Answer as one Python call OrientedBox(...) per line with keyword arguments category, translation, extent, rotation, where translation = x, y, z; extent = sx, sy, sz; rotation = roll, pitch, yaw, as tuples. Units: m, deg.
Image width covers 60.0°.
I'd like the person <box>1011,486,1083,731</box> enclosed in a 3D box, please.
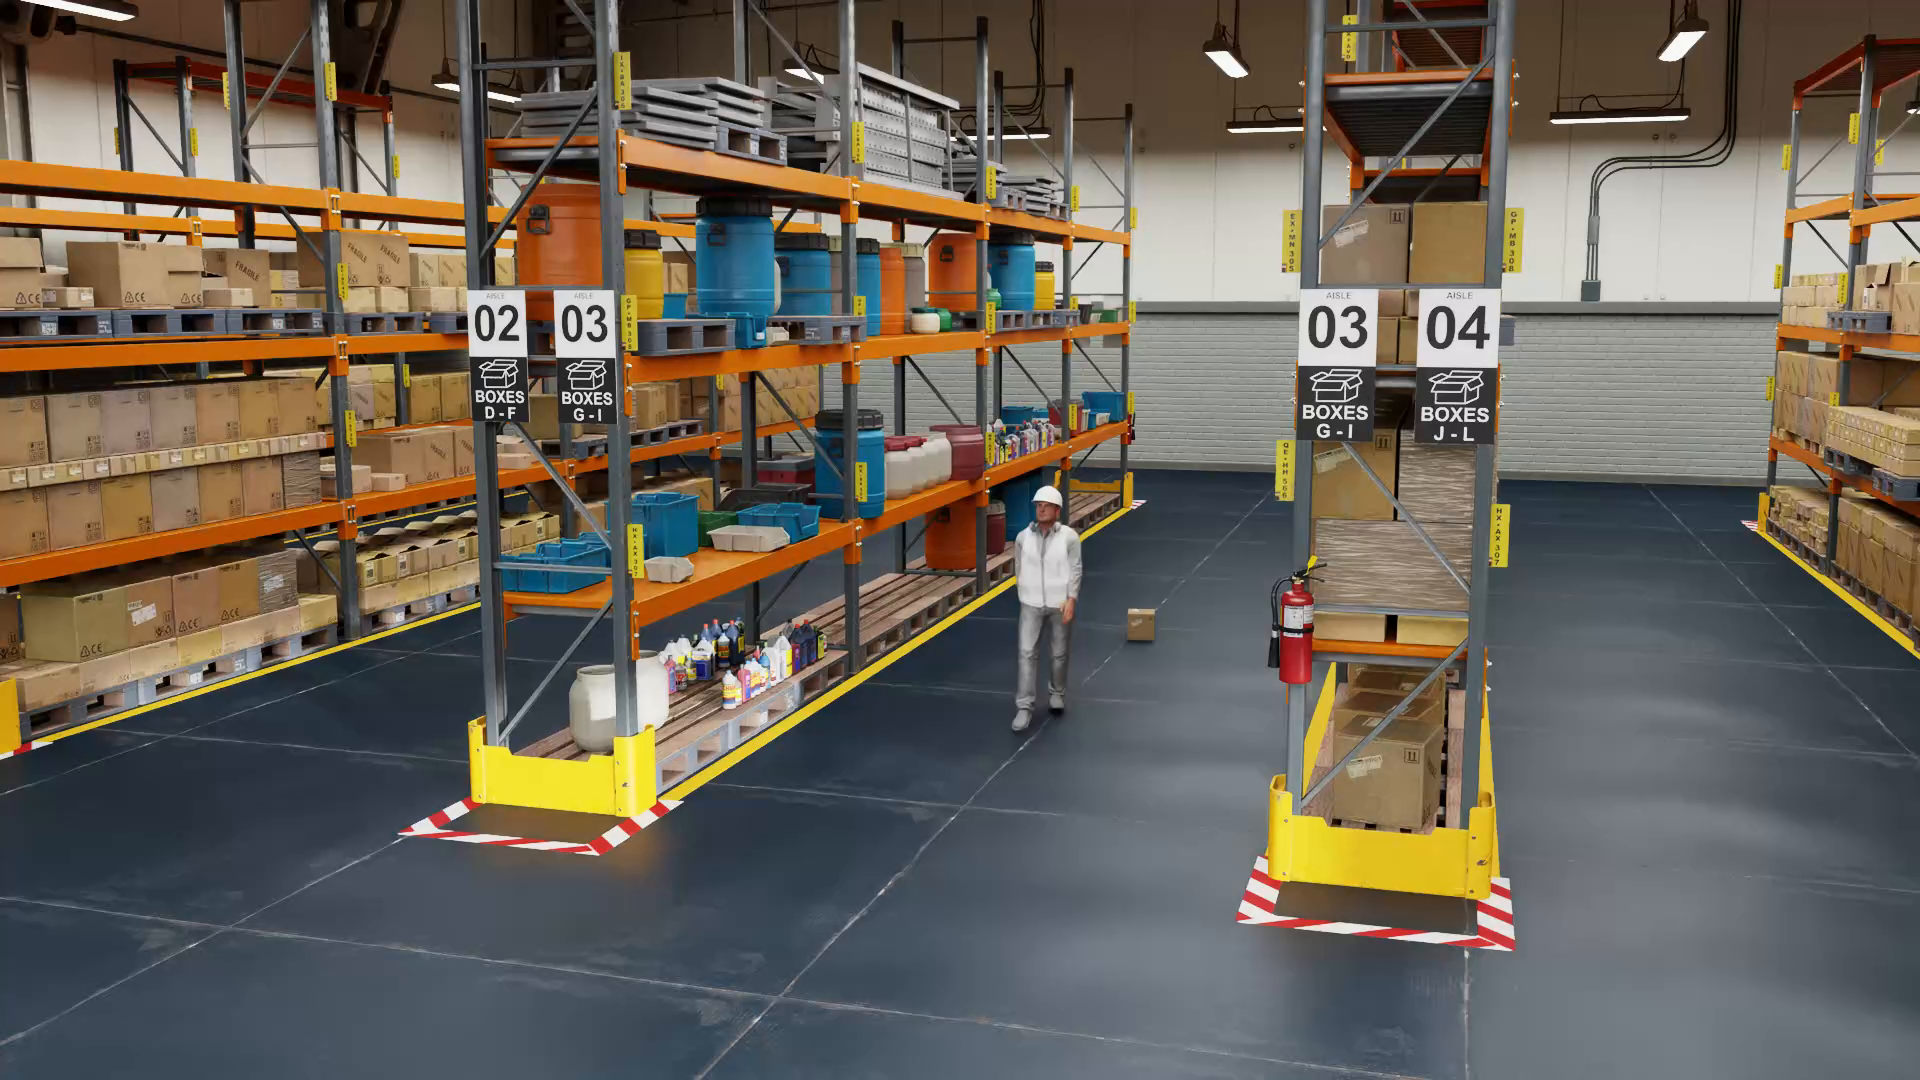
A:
OrientedBox(category="person", translation=(0.641, 0.474, 12.387), extent=(0.536, 1.730, 0.950), rotation=(2, 8, 11))
